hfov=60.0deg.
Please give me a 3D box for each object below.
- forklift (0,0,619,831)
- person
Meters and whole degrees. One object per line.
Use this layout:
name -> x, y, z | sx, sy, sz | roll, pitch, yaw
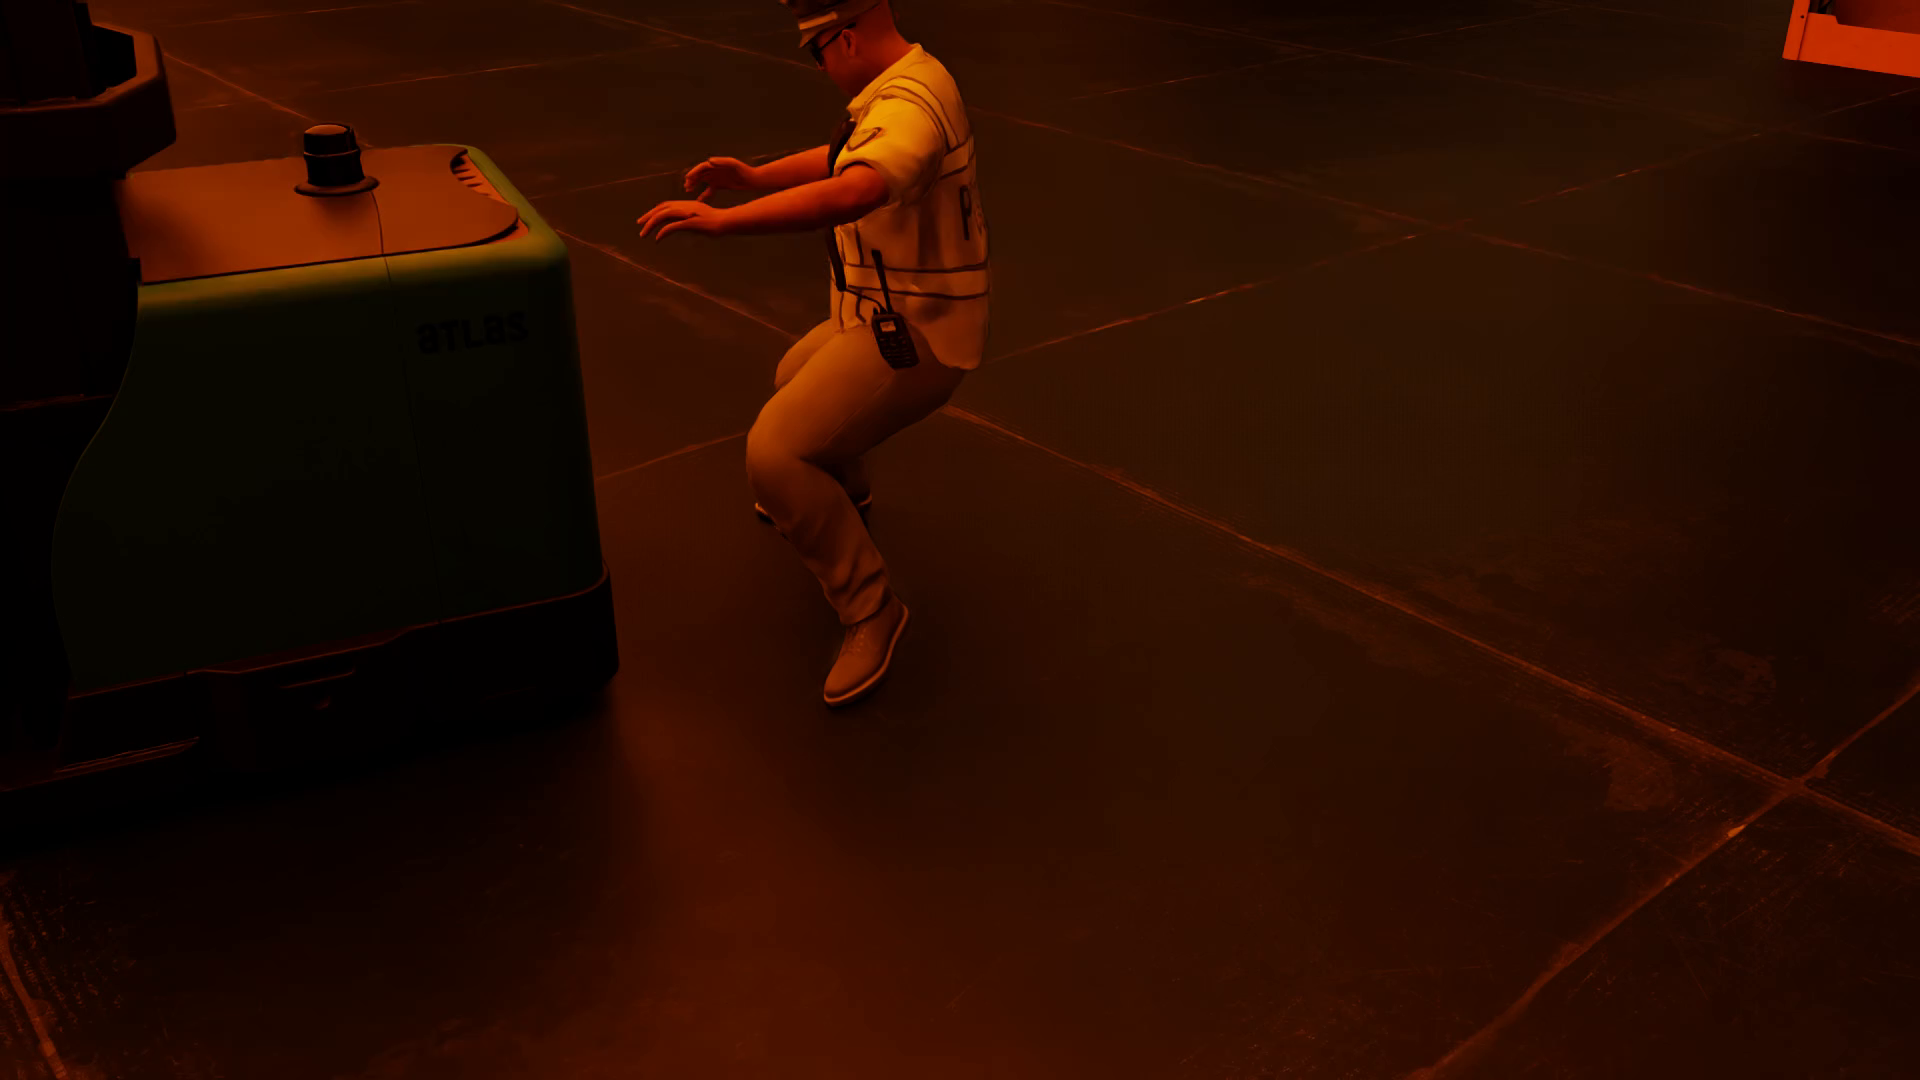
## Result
forklift -> -2.330, -0.861, 2.939 | 3.031, 2.935, 1.130 | -12, 29, -22
person -> -0.301, -0.543, 3.879 | 0.742, 1.519, 1.154 | 2, 26, 4
